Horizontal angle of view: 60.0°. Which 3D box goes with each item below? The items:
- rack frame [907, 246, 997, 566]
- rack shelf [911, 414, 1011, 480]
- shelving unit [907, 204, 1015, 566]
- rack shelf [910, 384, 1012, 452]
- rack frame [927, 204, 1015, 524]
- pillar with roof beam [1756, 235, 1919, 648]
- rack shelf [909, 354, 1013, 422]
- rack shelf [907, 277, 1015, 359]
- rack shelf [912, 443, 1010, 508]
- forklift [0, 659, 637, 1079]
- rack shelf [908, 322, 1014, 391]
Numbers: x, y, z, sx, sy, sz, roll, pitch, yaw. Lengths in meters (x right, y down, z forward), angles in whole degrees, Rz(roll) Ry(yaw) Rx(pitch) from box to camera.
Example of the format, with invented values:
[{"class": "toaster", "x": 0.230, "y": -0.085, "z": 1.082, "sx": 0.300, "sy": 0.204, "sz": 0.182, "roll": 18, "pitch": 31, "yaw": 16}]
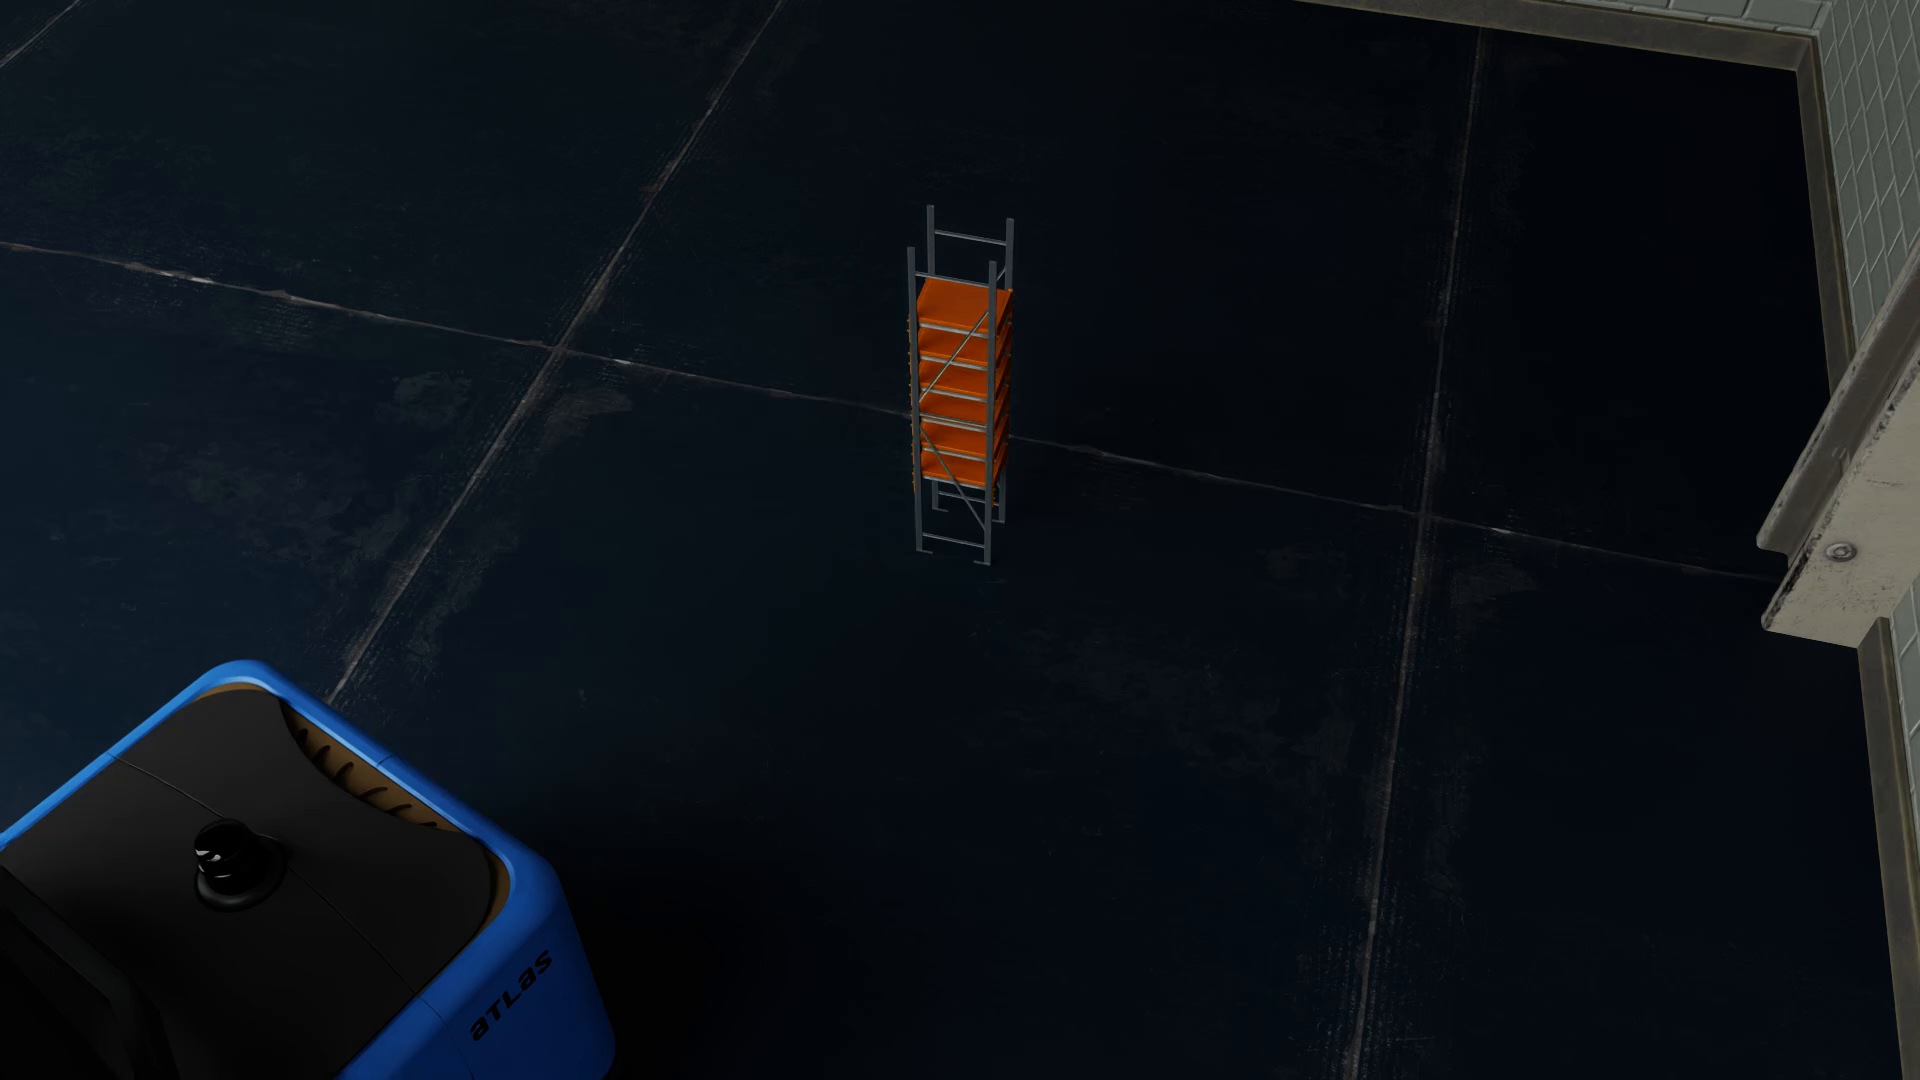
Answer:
[{"class": "rack frame", "x": -0.020, "y": -0.341, "z": 4.751, "sx": 0.240, "sy": 1.200, "sz": 0.006, "roll": 12, "pitch": 50, "yaw": 10}, {"class": "rack shelf", "x": 0.004, "y": -0.299, "z": 4.933, "sx": 0.258, "sy": 0.103, "sz": 0.180, "roll": 12, "pitch": 50, "yaw": 10}, {"class": "shelving unit", "x": 0.004, "y": -0.407, "z": 4.809, "sx": 0.258, "sy": 1.200, "sz": 0.189, "roll": 12, "pitch": 50, "yaw": 10}, {"class": "rack shelf", "x": 0.004, "y": -0.378, "z": 4.843, "sx": 0.258, "sy": 0.103, "sz": 0.180, "roll": 12, "pitch": 50, "yaw": 10}, {"class": "rack frame", "x": 0.028, "y": -0.474, "z": 4.868, "sx": 0.240, "sy": 1.200, "sz": 0.006, "roll": 12, "pitch": 50, "yaw": 10}, {"class": "pillar with roof beam", "x": -1.534, "y": -3.671, "z": 2.488, "sx": 9.100, "sy": 9.000, "sz": 0.400, "roll": 12, "pitch": 50, "yaw": 10}, {"class": "rack shelf", "x": 0.004, "y": -0.457, "z": 4.753, "sx": 0.258, "sy": 0.103, "sz": 0.180, "roll": 12, "pitch": 50, "yaw": 10}, {"class": "rack shelf", "x": 0.004, "y": -0.616, "z": 4.573, "sx": 0.258, "sy": 0.103, "sz": 0.180, "roll": 12, "pitch": 50, "yaw": 10}, {"class": "rack shelf", "x": 0.004, "y": -0.219, "z": 5.023, "sx": 0.258, "sy": 0.103, "sz": 0.180, "roll": 12, "pitch": 50, "yaw": 10}, {"class": "forklift", "x": -2.036, "y": 1.085, "z": 2.338, "sx": 1.130, "sy": 2.935, "sz": 3.031, "roll": 28, "pitch": 54, "yaw": 23}, {"class": "rack shelf", "x": 0.004, "y": -0.537, "z": 4.663, "sx": 0.258, "sy": 0.103, "sz": 0.180, "roll": 12, "pitch": 50, "yaw": 10}]
